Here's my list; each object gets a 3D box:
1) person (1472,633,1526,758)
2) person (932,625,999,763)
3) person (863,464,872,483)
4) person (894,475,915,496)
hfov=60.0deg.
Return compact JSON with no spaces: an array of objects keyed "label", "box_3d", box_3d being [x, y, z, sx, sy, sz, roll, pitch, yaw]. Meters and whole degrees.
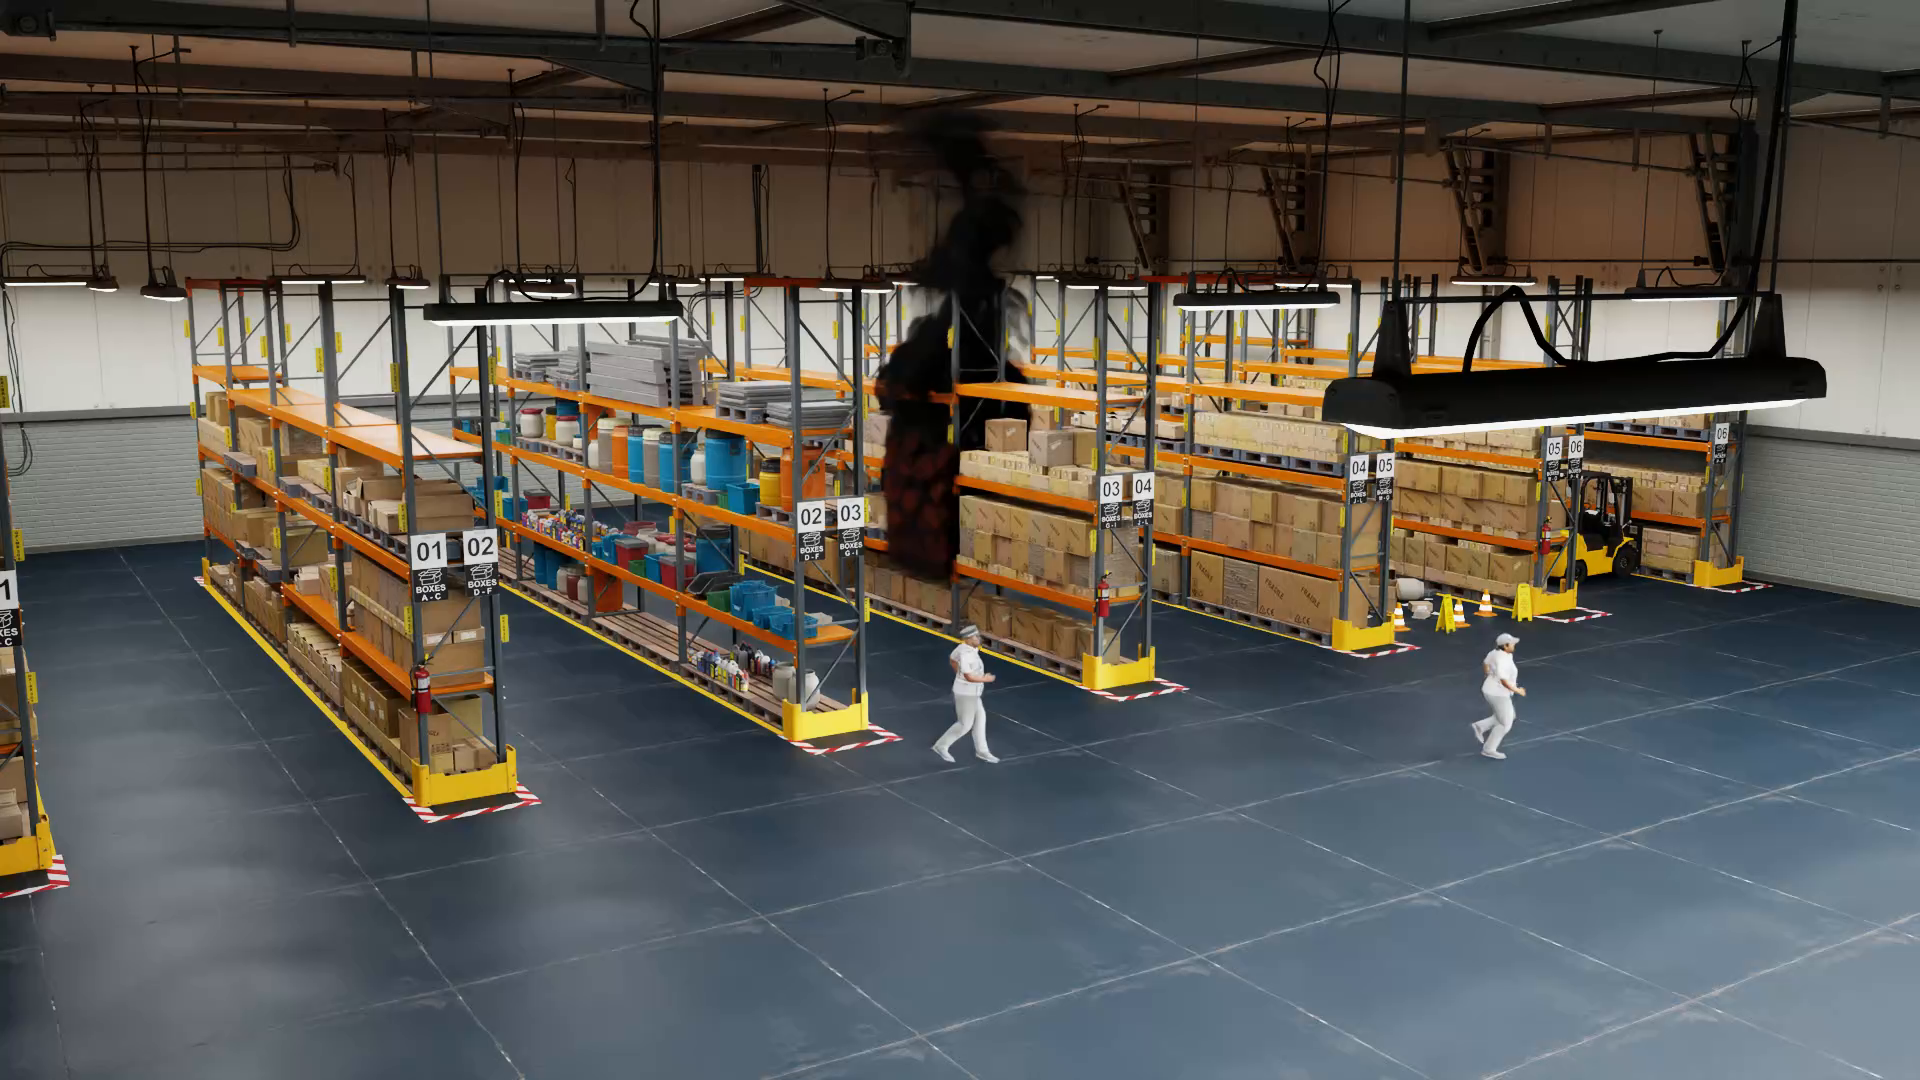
[{"label":"person","box_3d":[6.925,1.990,21.361,0.620,1.630,0.620,1,10,5]},{"label":"person","box_3d":[0.103,1.963,21.050,0.812,1.817,0.681,0,10,-2]},{"label":"person","box_3d":[-2.377,-1.512,42.035,0.859,1.671,0.610,-6,11,-30]},{"label":"person","box_3d":[-1.187,-0.629,36.884,0.586,1.632,0.529,-5,11,-29]}]
